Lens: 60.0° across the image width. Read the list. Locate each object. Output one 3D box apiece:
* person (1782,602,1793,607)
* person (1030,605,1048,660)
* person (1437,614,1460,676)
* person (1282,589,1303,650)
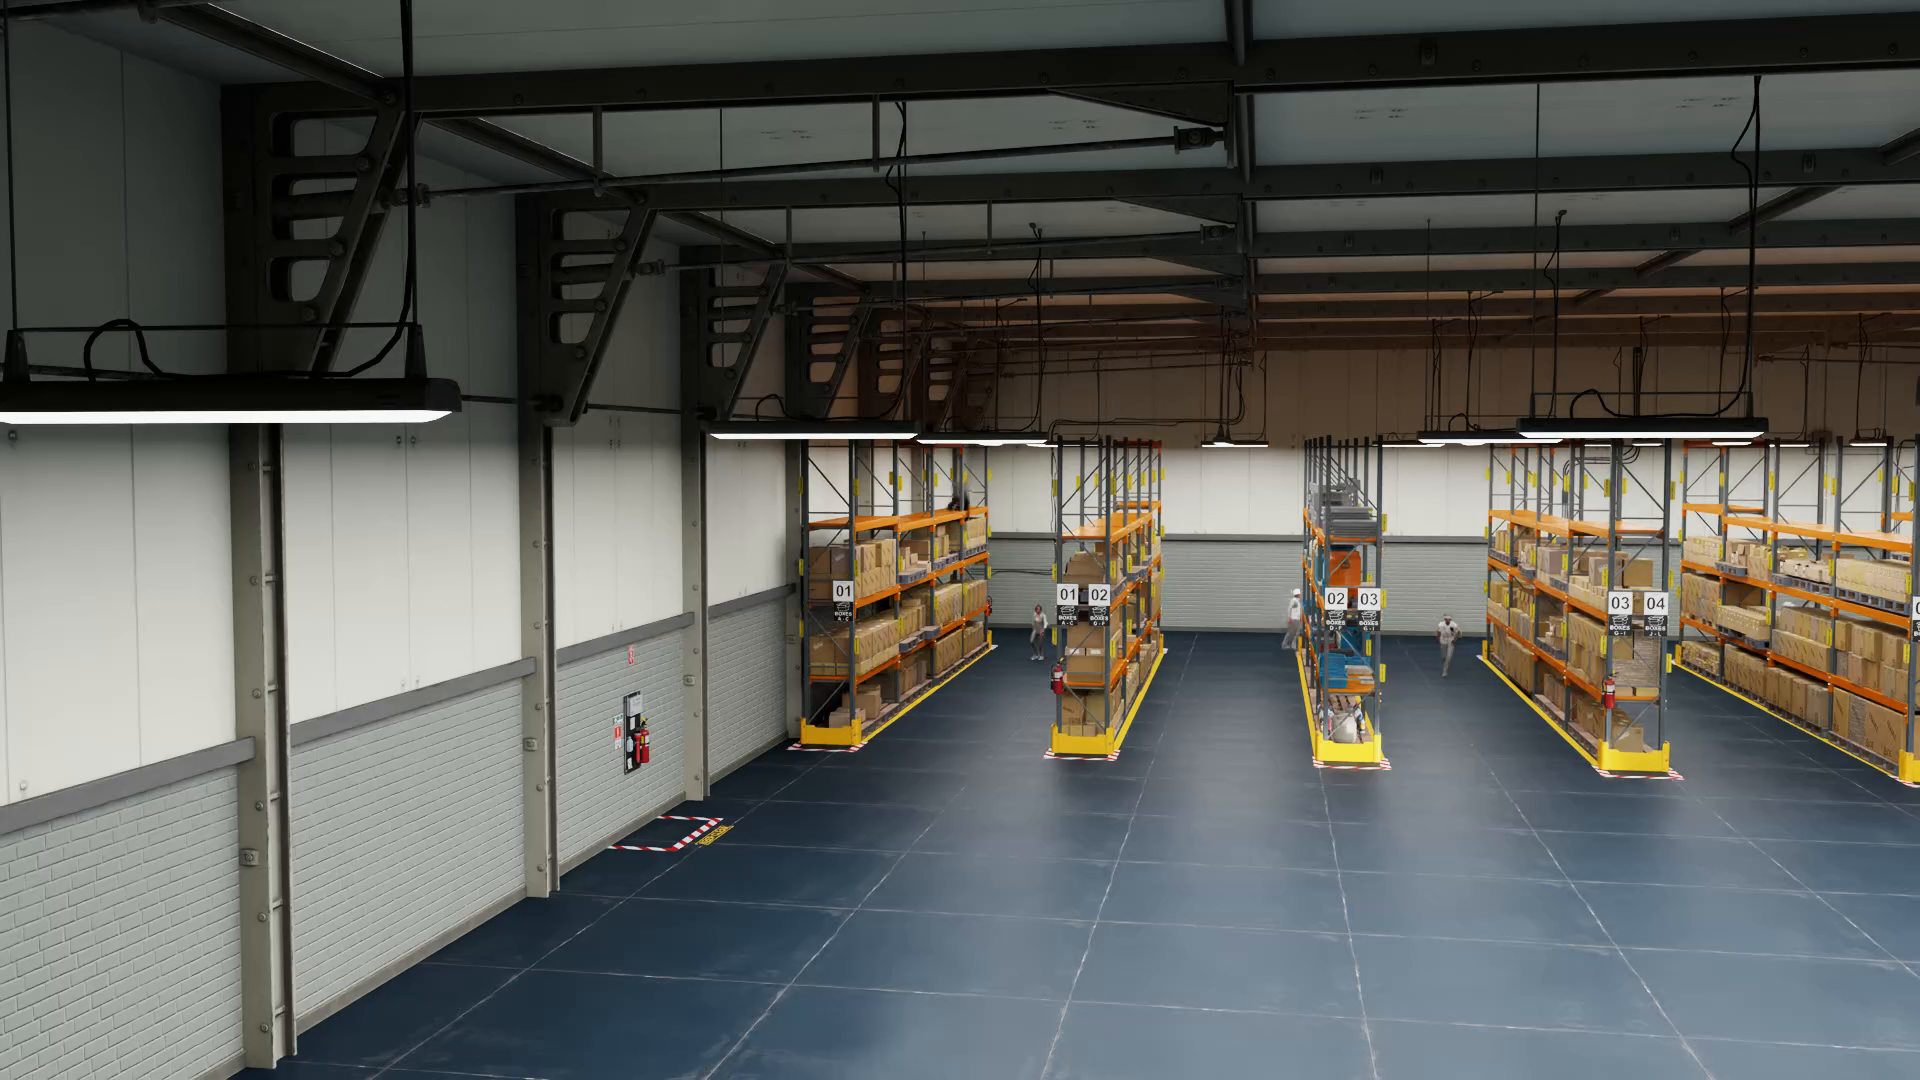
[{"bbox_3d":[21.708,2.493,43.577,0.701,1.762,0.906,-1,3,-23],"label":"person"},{"bbox_3d":[2.167,2.505,45.121,0.527,1.532,0.717,1,3,24],"label":"person"},{"bbox_3d":[12.425,2.654,42.373,0.542,1.628,0.811,1,3,13],"label":"person"},{"bbox_3d":[9.548,2.273,47.484,0.706,1.757,0.635,1,3,14],"label":"person"}]
